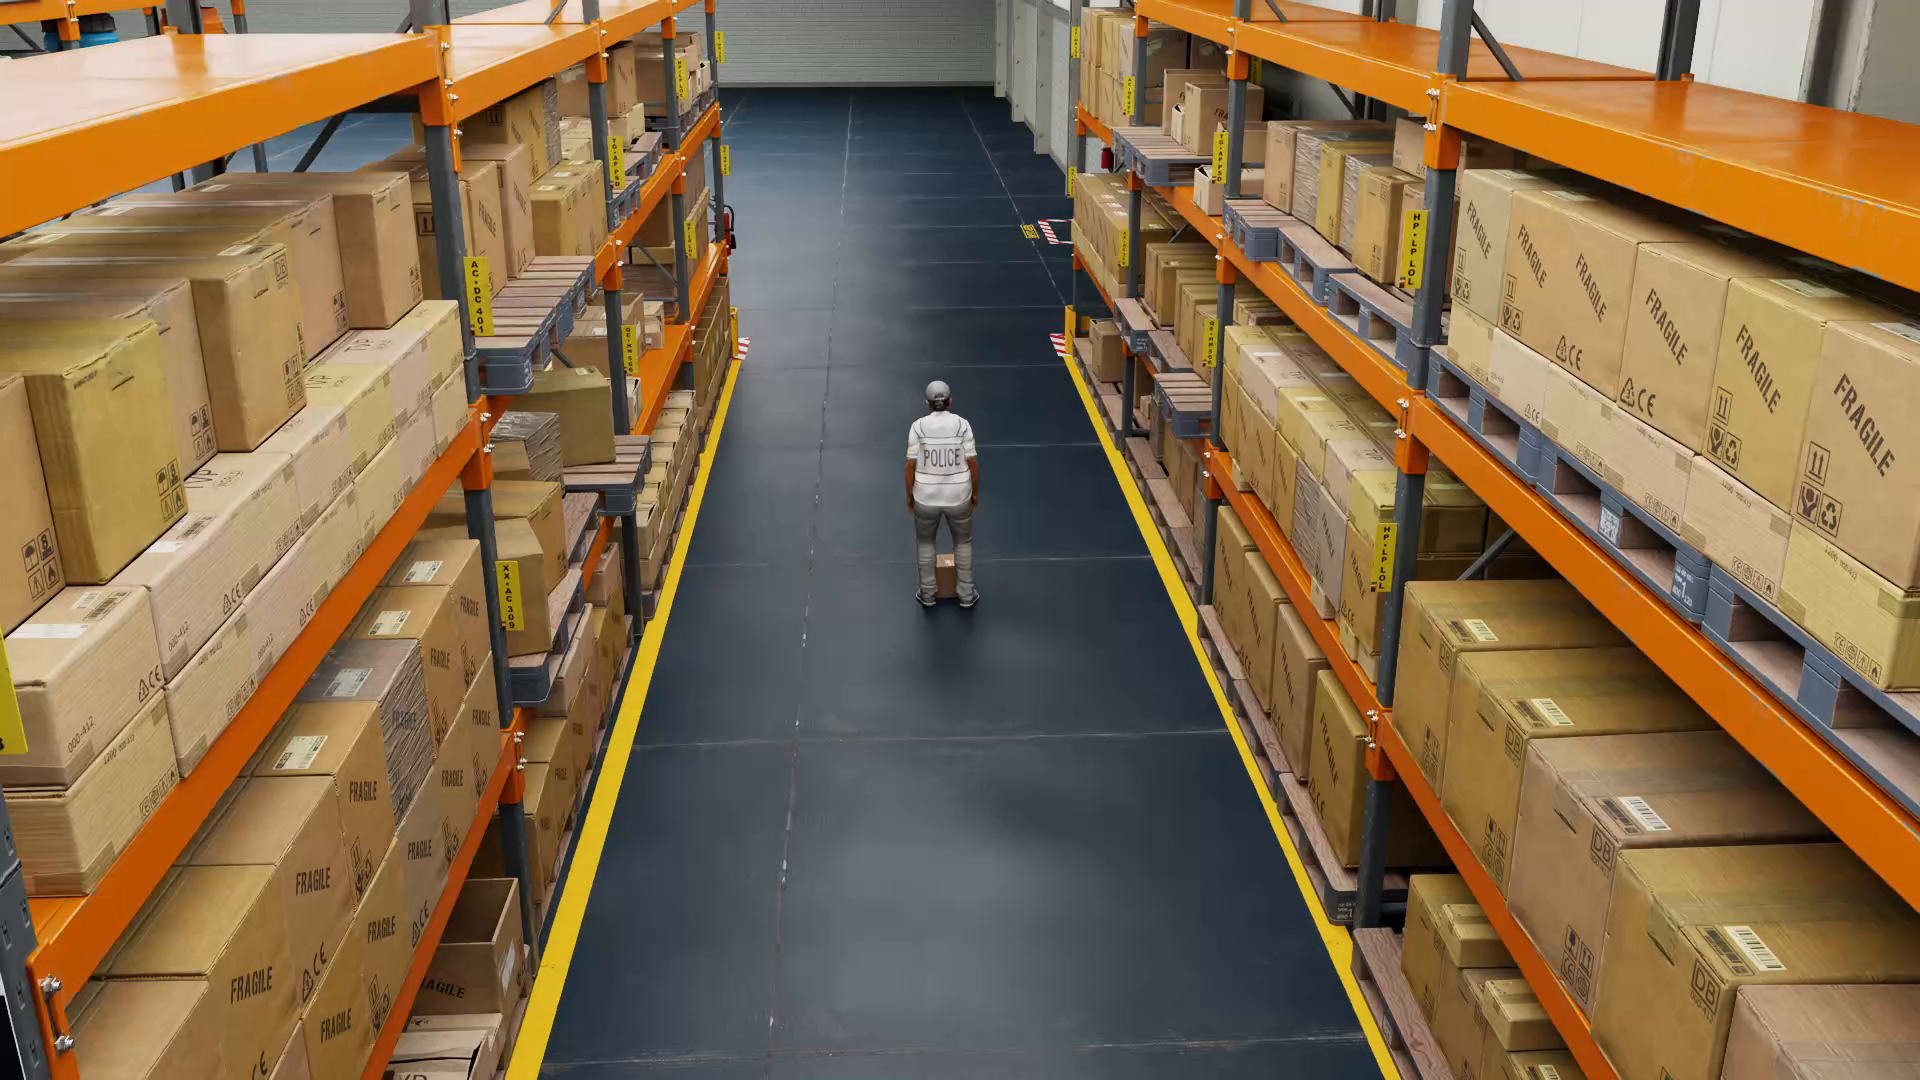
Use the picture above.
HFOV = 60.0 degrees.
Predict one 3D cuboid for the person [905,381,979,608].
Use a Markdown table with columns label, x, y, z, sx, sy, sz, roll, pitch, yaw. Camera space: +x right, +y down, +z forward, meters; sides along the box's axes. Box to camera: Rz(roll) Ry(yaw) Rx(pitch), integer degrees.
| label | x | y | z | sx | sy | sz | roll | pitch | yaw |
| --- | --- | --- | --- | --- | --- | --- | --- | --- | --- |
| person | -0.123 | -0.315 | 11.910 | 0.537 | 1.665 | 0.470 | -1 | 21 | -3 |
